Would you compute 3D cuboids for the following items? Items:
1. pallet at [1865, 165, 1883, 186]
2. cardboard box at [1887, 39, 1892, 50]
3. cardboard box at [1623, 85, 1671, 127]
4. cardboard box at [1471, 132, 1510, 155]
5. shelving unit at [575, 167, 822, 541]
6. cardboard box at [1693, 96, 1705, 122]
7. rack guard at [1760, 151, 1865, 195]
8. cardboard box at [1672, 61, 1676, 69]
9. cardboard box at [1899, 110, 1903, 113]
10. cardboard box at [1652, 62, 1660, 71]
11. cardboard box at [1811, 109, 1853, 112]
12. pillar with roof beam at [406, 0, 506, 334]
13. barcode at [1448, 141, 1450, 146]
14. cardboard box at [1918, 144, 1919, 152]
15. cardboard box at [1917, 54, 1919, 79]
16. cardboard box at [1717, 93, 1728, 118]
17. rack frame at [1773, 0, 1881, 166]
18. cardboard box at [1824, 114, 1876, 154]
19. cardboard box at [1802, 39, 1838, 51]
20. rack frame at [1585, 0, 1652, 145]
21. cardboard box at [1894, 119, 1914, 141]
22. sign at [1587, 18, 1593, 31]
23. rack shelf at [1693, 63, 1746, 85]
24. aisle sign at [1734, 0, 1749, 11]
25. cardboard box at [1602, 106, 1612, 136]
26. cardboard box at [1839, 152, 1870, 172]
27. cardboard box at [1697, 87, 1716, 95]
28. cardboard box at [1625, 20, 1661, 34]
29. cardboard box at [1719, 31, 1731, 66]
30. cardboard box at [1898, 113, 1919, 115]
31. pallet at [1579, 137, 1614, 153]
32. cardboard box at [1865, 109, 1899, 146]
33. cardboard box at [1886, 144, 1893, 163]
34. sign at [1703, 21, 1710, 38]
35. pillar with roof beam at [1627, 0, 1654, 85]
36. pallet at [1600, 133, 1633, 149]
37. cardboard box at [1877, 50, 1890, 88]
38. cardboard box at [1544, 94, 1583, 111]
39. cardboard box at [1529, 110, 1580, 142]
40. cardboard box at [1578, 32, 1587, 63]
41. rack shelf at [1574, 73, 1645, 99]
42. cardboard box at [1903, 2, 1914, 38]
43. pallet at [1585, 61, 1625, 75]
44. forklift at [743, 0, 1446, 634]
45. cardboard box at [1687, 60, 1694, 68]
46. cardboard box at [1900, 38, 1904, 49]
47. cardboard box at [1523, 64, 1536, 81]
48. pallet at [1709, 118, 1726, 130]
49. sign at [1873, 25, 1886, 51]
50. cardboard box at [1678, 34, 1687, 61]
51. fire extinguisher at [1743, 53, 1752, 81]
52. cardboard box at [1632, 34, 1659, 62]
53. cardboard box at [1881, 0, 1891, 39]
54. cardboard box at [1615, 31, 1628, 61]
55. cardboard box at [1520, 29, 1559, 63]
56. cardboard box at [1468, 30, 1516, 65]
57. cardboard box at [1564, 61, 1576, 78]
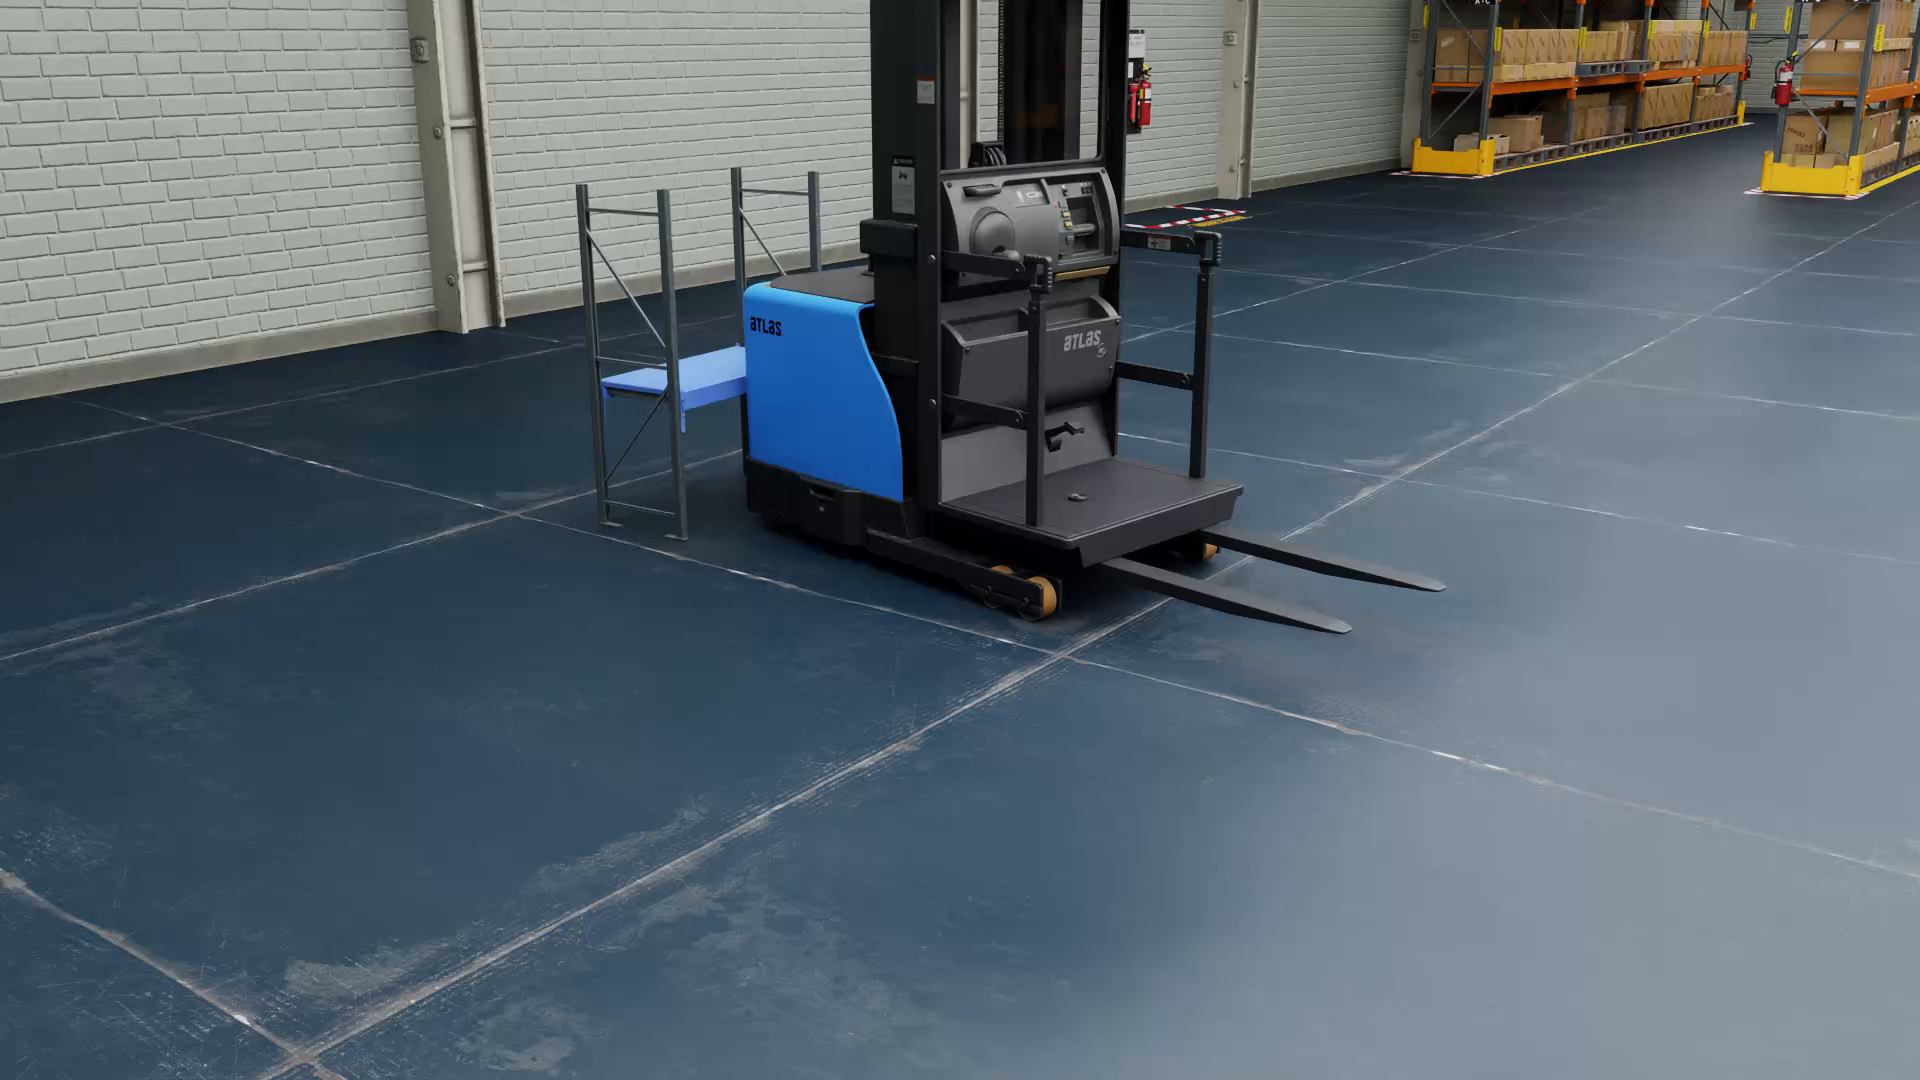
[{"bbox_3d":[12.517,-5.245,23.777,1.003,0.211,1.213,12,21,35],"label":"pallet"},{"bbox_3d":[12.691,-6.877,23.067,0.380,0.149,0.250,13,21,35],"label":"cardboard box"},{"bbox_3d":[13.224,-8.411,32.187,0.750,0.750,0.750,12,21,34],"label":"cardboard box"},{"bbox_3d":[8.211,-6.183,25.887,0.500,0.311,0.500,15,22,39],"label":"cardboard box"},{"bbox_3d":[-1.134,-0.880,7.547,0.538,1.500,1.048,10,20,31],"label":"shelving unit"},{"bbox_3d":[15.065,-8.997,34.665,0.700,0.500,0.500,13,21,35],"label":"cardboard box"},{"bbox_3d":[11.353,-4.898,22.174,1.175,0.500,0.348,12,21,35],"label":"rack guard"},{"bbox_3d":[13.770,-9.294,32.505,0.380,0.149,0.250,12,21,33],"label":"cardboard box"},{"bbox_3d":[15.586,-7.085,27.985,0.500,0.311,0.500,13,22,37],"label":"cardboard box"},{"bbox_3d":[12.919,-8.911,31.272,0.380,0.149,0.250,13,22,36],"label":"cardboard box"},{"bbox_3d":[12.627,-6.003,24.179,0.500,0.500,0.500,12,21,35],"label":"cardboard box"},{"bbox_3d":[-0.159,-5.109,8.521,9.100,9.000,0.400,12,21,35],"label":"pillar with roof beam"},{"bbox_3d":[7.561,-6.126,25.690,0.001,0.075,0.075,12,21,35],"label":"barcode"},{"bbox_3d":[15.106,-6.356,26.583,0.500,0.250,0.500,13,21,36],"label":"cardboard box"},{"bbox_3d":[14.834,-7.523,26.242,0.500,0.500,0.500,12,21,35],"label":"cardboard box"},{"bbox_3d":[16.285,-9.486,36.240,0.700,0.500,0.500,12,21,35],"label":"cardboard box"},{"bbox_3d":[11.367,-6.098,21.821,1.000,3.000,0.127,12,21,35],"label":"rack frame"},{"bbox_3d":[12.162,-5.551,22.725,0.500,0.500,0.500,12,21,35],"label":"cardboard box"},{"bbox_3d":[11.442,-6.580,22.112,0.380,0.149,0.250,12,21,34],"label":"cardboard box"},{"bbox_3d":[12.153,-8.877,30.773,1.000,3.000,0.127,12,21,35],"label":"rack frame"},{"bbox_3d":[14.197,-6.260,25.327,0.500,0.311,0.500,13,21,35],"label":"cardboard box"},{"bbox_3d":[11.706,-9.528,30.915,0.100,0.325,0.005,12,21,35],"label":"sign"},{"bbox_3d":[15.728,-9.963,35.482,1.077,0.370,4.000,12,21,35],"label":"rack shelf"},{"bbox_3d":[17.204,-11.989,36.408,0.394,0.787,0.004,12,21,35],"label":"aisle sign"},{"bbox_3d":[11.366,-7.611,30.168,0.700,0.500,0.500,12,21,35],"label":"cardboard box"},{"bbox_3d":[12.160,-5.193,22.837,0.500,0.250,0.500,12,21,35],"label":"cardboard box"},{"bbox_3d":[15.726,-9.480,35.128,0.380,0.149,0.250,12,21,33],"label":"cardboard box"},{"bbox_3d":[12.648,-9.504,30.824,0.500,0.250,0.500,13,22,36],"label":"cardboard box"},{"bbox_3d":[15.738,-10.448,35.324,0.980,0.700,0.700,11,20,32],"label":"cardboard box"},{"bbox_3d":[15.412,-6.745,26.890,0.500,0.311,0.500,12,21,34],"label":"cardboard box"},{"bbox_3d":[10.959,-7.071,29.656,1.003,0.211,1.213,12,21,35],"label":"pallet"},{"bbox_3d":[13.343,-6.030,24.267,0.500,0.500,0.500,12,21,35],"label":"cardboard box"},{"bbox_3d":[13.344,-5.671,24.377,0.500,0.250,0.500,12,21,35],"label":"cardboard box"},{"bbox_3d":[14.978,-10.252,33.380,0.100,0.325,0.005,12,21,35],"label":"sign"},{"bbox_3d":[17.717,-12.254,31.531,9.100,9.000,0.400,12,21,35],"label":"pillar with roof beam"},{"bbox_3d":[11.687,-7.360,30.588,1.003,0.211,1.213,12,21,35],"label":"pallet"},{"bbox_3d":[12.576,-6.623,23.346,0.700,0.500,0.500,13,22,36],"label":"cardboard box"},{"bbox_3d":[10.455,-7.583,28.813,0.500,0.250,0.500,12,21,34],"label":"cardboard box"},{"bbox_3d":[10.195,-7.119,28.585,0.700,0.500,0.500,13,22,37],"label":"cardboard box"},{"bbox_3d":[10.101,-8.298,27.996,0.700,0.500,0.500,12,21,35],"label":"cardboard box"},{"bbox_3d":[10.962,-8.058,29.346,1.077,0.370,4.000,12,21,35],"label":"rack shelf"},{"bbox_3d":[13.491,-7.611,24.338,0.700,0.500,0.500,13,21,35],"label":"cardboard box"},{"bbox_3d":[11.007,-8.307,29.260,1.003,0.211,1.213,12,21,35],"label":"pallet"},{"bbox_3d":[0.441,-1.268,6.384,1.130,2.935,3.031,-16,24,-42],"label":"forklift"},{"bbox_3d":[14.431,-9.525,33.248,0.380,0.149,0.250,13,21,36],"label":"cardboard box"},{"bbox_3d":[13.302,-7.121,23.855,0.380,0.149,0.250,12,21,35],"label":"cardboard box"},{"bbox_3d":[8.539,-7.217,25.644,0.500,0.250,0.500,12,21,34],"label":"cardboard box"},{"bbox_3d":[15.779,-8.958,35.733,1.003,0.211,1.213,12,21,35],"label":"pallet"},{"bbox_3d":[11.809,-6.449,21.361,0.100,0.325,0.005,12,21,35],"label":"sign"},{"bbox_3d":[13.862,-9.634,32.504,0.500,0.500,0.500,12,21,35],"label":"cardboard box"},{"bbox_3d":[17.381,-10.522,36.829,0.296,0.674,0.183,12,21,35],"label":"fire extinguisher"},{"bbox_3d":[12.648,-9.147,30.938,0.500,0.500,0.500,13,22,36],"label":"cardboard box"},{"bbox_3d":[12.296,-7.133,22.799,0.700,0.500,0.500,13,21,35],"label":"cardboard box"},{"bbox_3d":[11.570,-8.884,29.883,0.700,0.500,0.500,10,20,30],"label":"cardboard box"},{"bbox_3d":[9.135,-7.816,26.308,0.500,0.500,0.500,12,21,33],"label":"cardboard box"},{"bbox_3d":[7.913,-7.329,24.740,0.500,0.500,0.500,12,21,35],"label":"cardboard box"},{"bbox_3d":[9.731,-7.696,27.189,0.500,0.250,0.500,12,21,35],"label":"cardboard box"}]
